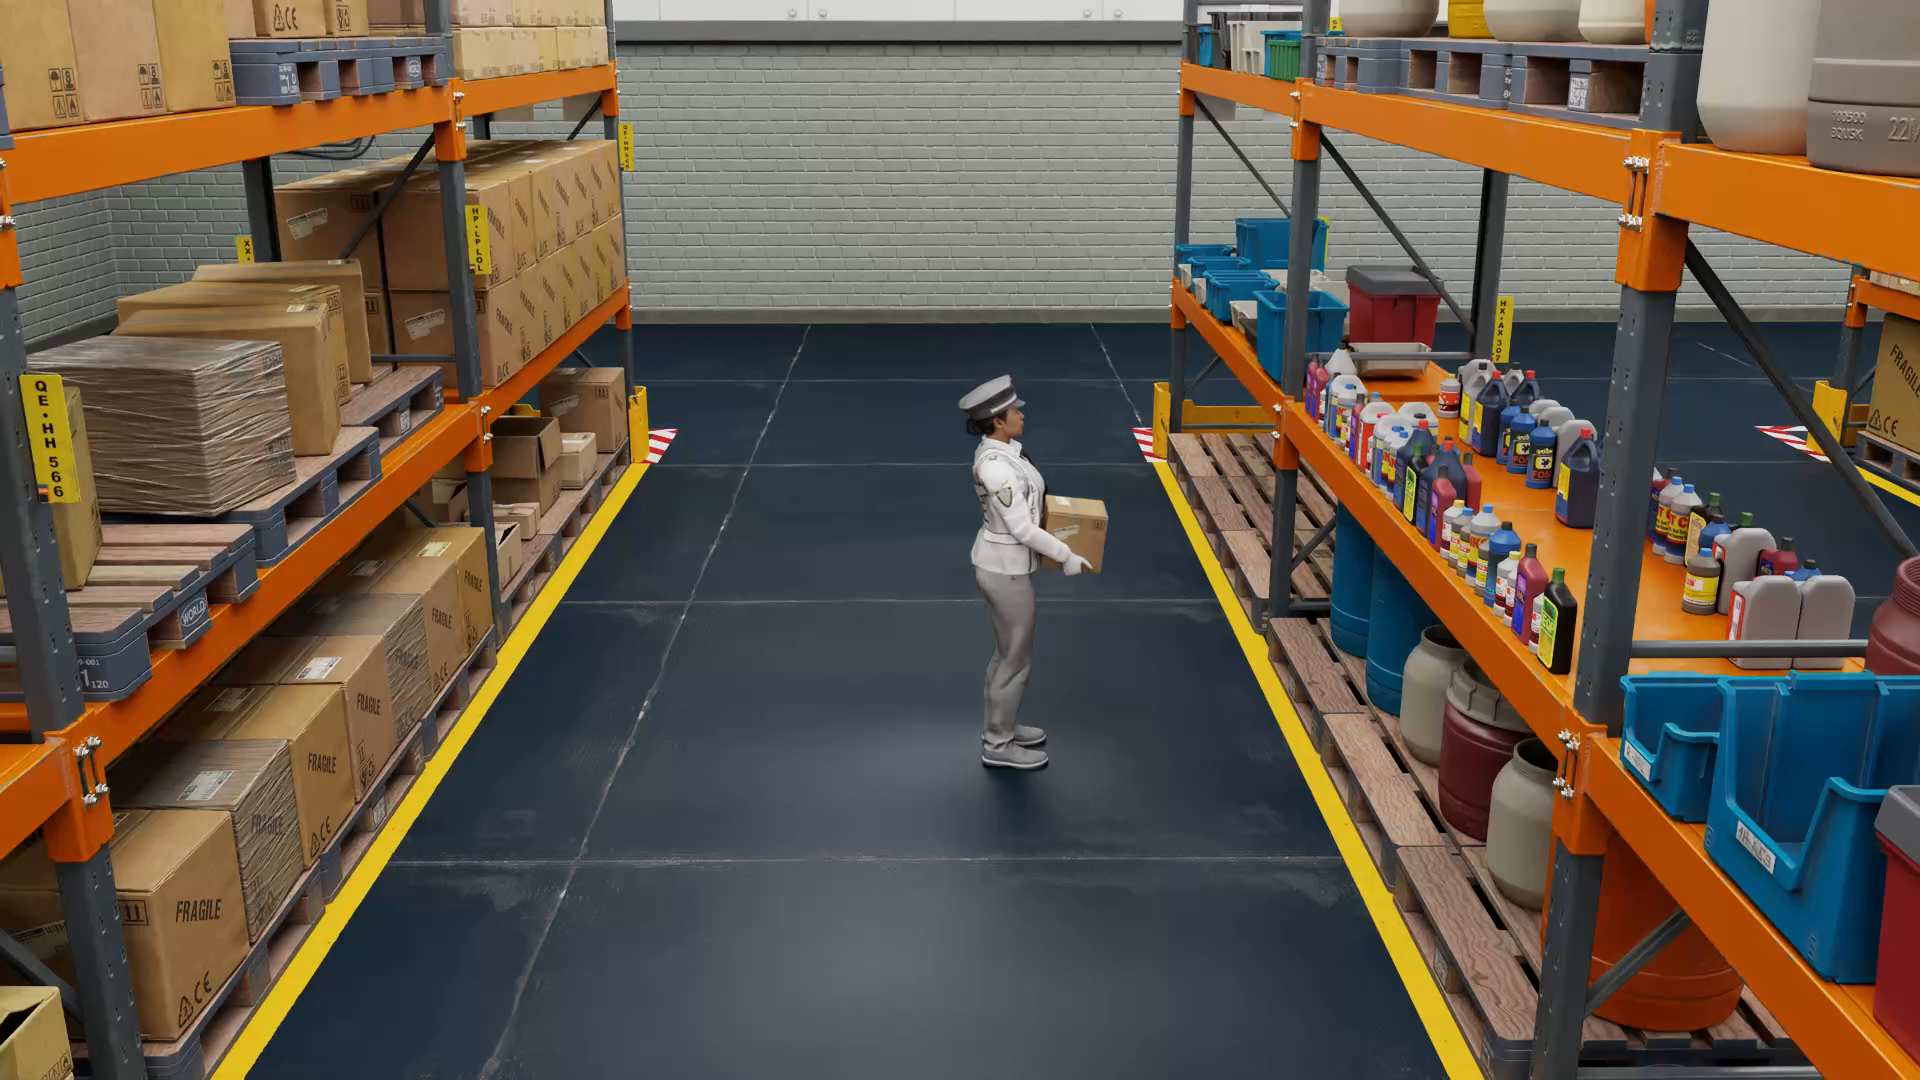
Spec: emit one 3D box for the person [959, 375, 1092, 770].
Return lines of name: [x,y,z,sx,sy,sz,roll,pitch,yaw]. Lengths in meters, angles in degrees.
person: [0.272,0.131,7.080,0.557,1.686,0.460,0,17,0]
